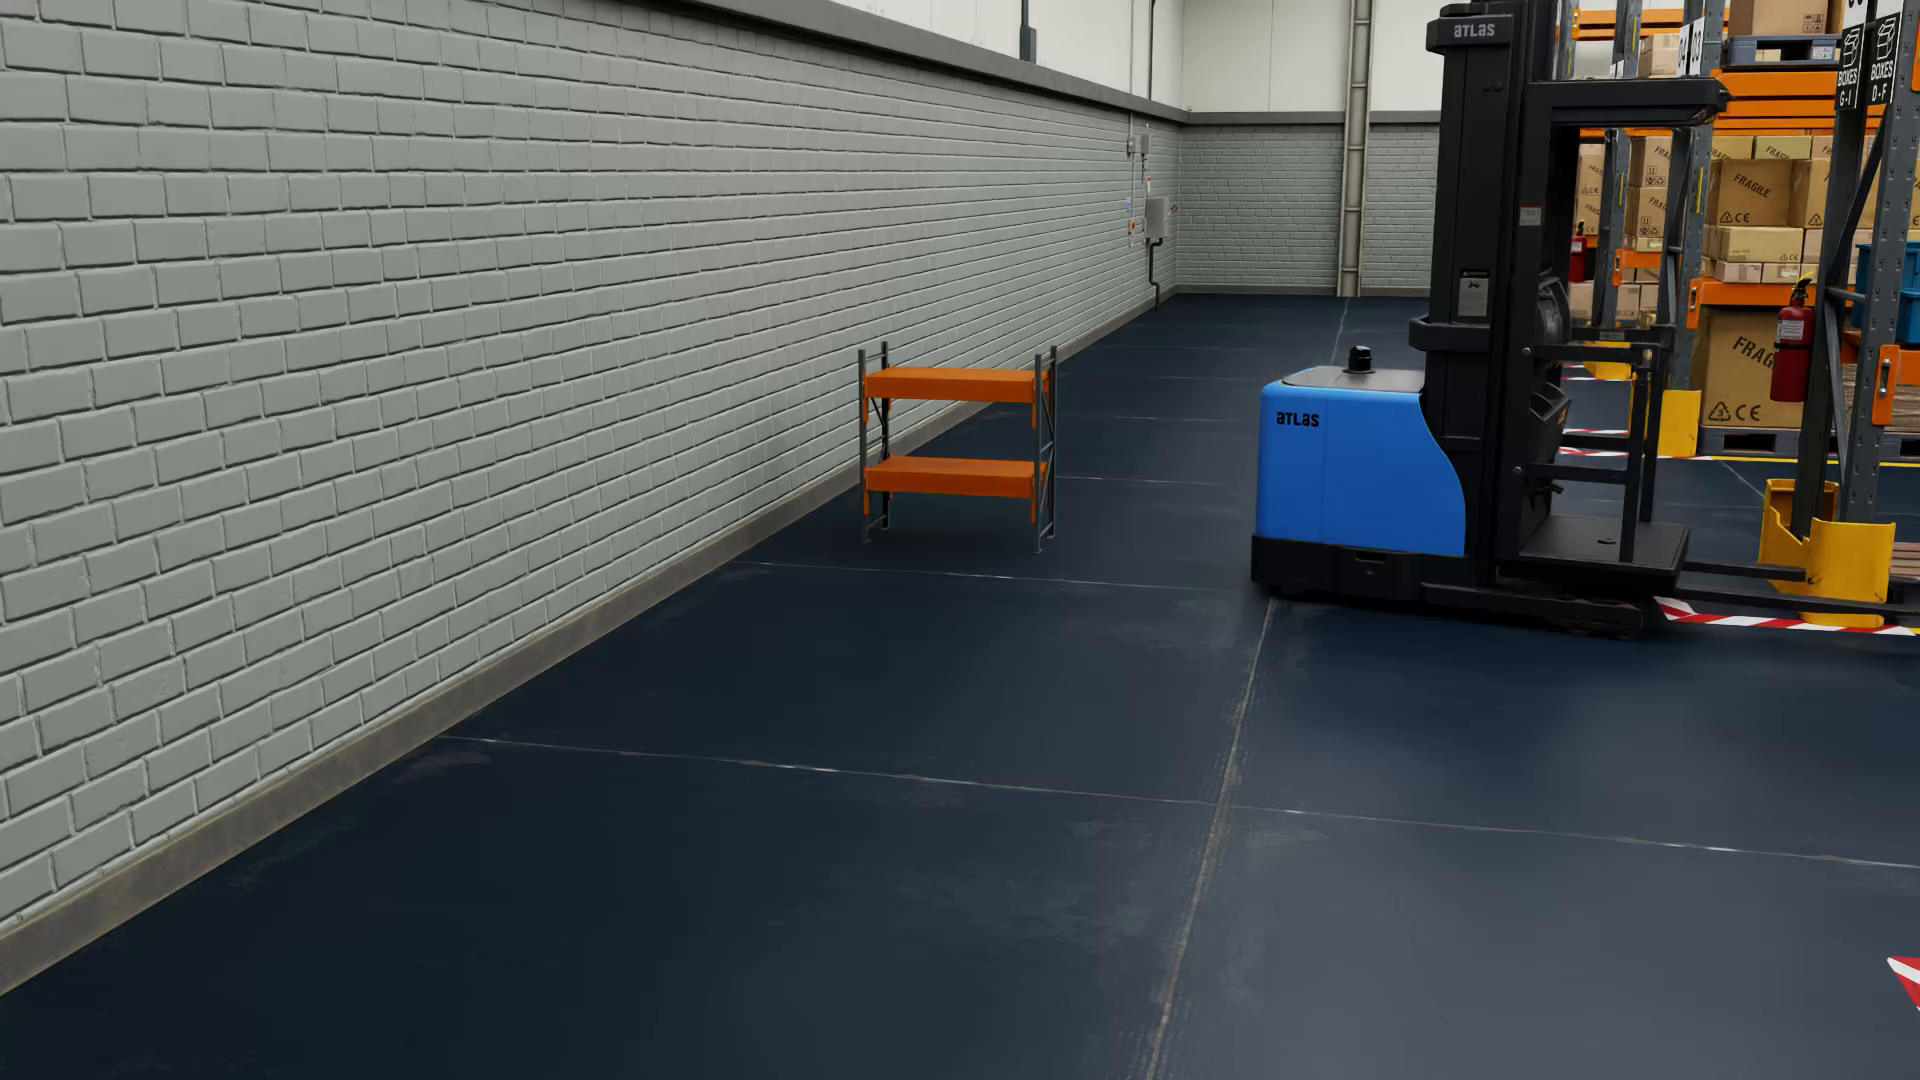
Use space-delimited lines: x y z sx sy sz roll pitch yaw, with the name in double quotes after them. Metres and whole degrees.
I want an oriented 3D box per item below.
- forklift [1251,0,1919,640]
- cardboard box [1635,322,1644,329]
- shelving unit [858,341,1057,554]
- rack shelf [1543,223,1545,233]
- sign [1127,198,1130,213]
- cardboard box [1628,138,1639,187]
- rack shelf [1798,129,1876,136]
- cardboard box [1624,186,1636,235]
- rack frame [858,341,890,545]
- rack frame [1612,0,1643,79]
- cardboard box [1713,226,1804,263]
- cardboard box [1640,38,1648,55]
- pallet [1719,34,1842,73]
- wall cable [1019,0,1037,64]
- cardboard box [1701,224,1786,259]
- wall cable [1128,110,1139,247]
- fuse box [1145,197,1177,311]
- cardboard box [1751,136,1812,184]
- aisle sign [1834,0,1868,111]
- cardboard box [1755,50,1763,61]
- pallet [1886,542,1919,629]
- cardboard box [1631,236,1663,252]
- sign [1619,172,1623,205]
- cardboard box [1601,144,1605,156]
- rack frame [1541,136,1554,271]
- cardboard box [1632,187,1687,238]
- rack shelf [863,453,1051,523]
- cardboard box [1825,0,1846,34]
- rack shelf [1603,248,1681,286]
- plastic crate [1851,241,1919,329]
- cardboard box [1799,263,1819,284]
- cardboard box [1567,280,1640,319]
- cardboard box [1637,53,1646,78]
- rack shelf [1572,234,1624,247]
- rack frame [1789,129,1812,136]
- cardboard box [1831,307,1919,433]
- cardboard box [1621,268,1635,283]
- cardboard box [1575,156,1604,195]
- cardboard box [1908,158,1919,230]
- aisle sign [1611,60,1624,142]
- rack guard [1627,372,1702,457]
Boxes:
3.036 -1.101 7.928 3.031 2.935 1.130 6 14 26 "forklift"
7.418 -2.246 17.858 0.250 0.149 0.380 3 13 12 "cardboard box"
-0.007 -0.550 9.613 1.048 1.125 0.538 3 13 14 "shelving unit"
11.053 -4.890 26.511 4.000 0.370 1.077 3 13 14 "rack shelf"
2.374 -4.714 23.432 0.001 0.218 0.327 3 13 14 "sign"
7.341 -3.966 17.458 0.500 0.500 0.500 3 13 12 "cardboard box"
14.936 -6.147 25.251 4.000 0.370 1.077 3 13 14 "rack shelf"
7.336 -3.480 17.576 0.500 0.500 0.500 3 13 15 "cardboard box"
-0.500 -0.576 9.732 0.032 1.125 0.500 3 13 14 "rack frame"
6.838 -6.184 16.830 0.127 3.000 1.000 3 13 14 "rack frame"
5.952 -2.208 12.419 0.500 0.250 0.500 3 13 12 "cardboard box"
7.231 -5.130 17.275 0.250 0.149 0.380 3 13 13 "cardboard box"
6.274 -3.602 12.324 1.213 0.211 1.003 3 13 14 "pallet"
0.887 -7.735 16.394 0.120 5.999 2.277 3 13 14 "wall cable"
6.085 -2.320 12.925 0.500 0.250 0.500 3 13 13 "cardboard box"
2.445 -5.100 23.379 0.123 1.953 0.585 3 13 14 "wall cable"
3.090 -4.394 25.589 0.414 1.711 0.539 3 13 14 "fuse box"
8.201 -3.802 16.717 0.500 0.500 0.500 3 13 12 "cardboard box"
4.365 -2.510 8.121 0.004 0.787 0.394 3 13 14 "aisle sign"
7.709 -4.786 16.647 0.500 0.250 0.500 3 13 13 "cardboard box"
5.156 0.236 8.181 1.213 0.211 1.003 3 13 14 "pallet"
7.074 -3.047 17.121 0.250 0.149 0.380 3 13 13 "cardboard box"
6.708 -3.564 16.872 0.005 0.325 0.100 3 13 14 "sign"
8.475 -5.080 21.667 0.250 0.149 0.380 3 13 15 "cardboard box"
7.925 -4.301 22.196 0.127 3.000 1.000 3 13 14 "rack frame"
7.207 -3.368 17.070 0.500 0.500 0.500 4 13 16 "cardboard box"
-0.007 -0.311 9.666 1.000 0.278 0.538 3 13 14 "rack shelf"
6.586 -3.914 12.094 0.500 0.500 0.700 3 13 11 "cardboard box"
8.779 -2.800 17.090 4.000 0.370 1.077 3 13 14 "rack shelf"
4.734 -1.244 8.197 0.499 0.435 0.616 3 13 14 "plastic crate"
6.315 -1.981 12.316 0.250 0.149 0.380 3 13 12 "cardboard box"
8.590 -3.242 22.368 0.875 0.438 0.875 3 13 12 "cardboard box"
7.346 -4.920 17.251 0.500 0.250 0.500 3 13 12 "cardboard box"
9.867 -3.846 21.806 4.000 0.370 1.077 3 13 14 "rack shelf"
12.995 -5.138 25.966 0.127 3.000 1.000 3 13 14 "rack frame"
7.075 -1.321 12.701 0.875 0.875 0.875 3 13 14 "cardboard box"
10.503 -4.226 26.657 0.500 0.500 0.700 4 13 16 "cardboard box"
8.323 -4.753 21.694 0.500 0.500 0.500 3 13 12 "cardboard box"
6.942 -2.522 12.105 0.500 0.500 0.500 3 13 12 "cardboard box"
6.695 -4.465 16.931 0.004 0.787 0.394 3 13 14 "aisle sign"
5.528 -0.998 13.079 0.348 0.500 1.175 3 13 14 "rack guard"
